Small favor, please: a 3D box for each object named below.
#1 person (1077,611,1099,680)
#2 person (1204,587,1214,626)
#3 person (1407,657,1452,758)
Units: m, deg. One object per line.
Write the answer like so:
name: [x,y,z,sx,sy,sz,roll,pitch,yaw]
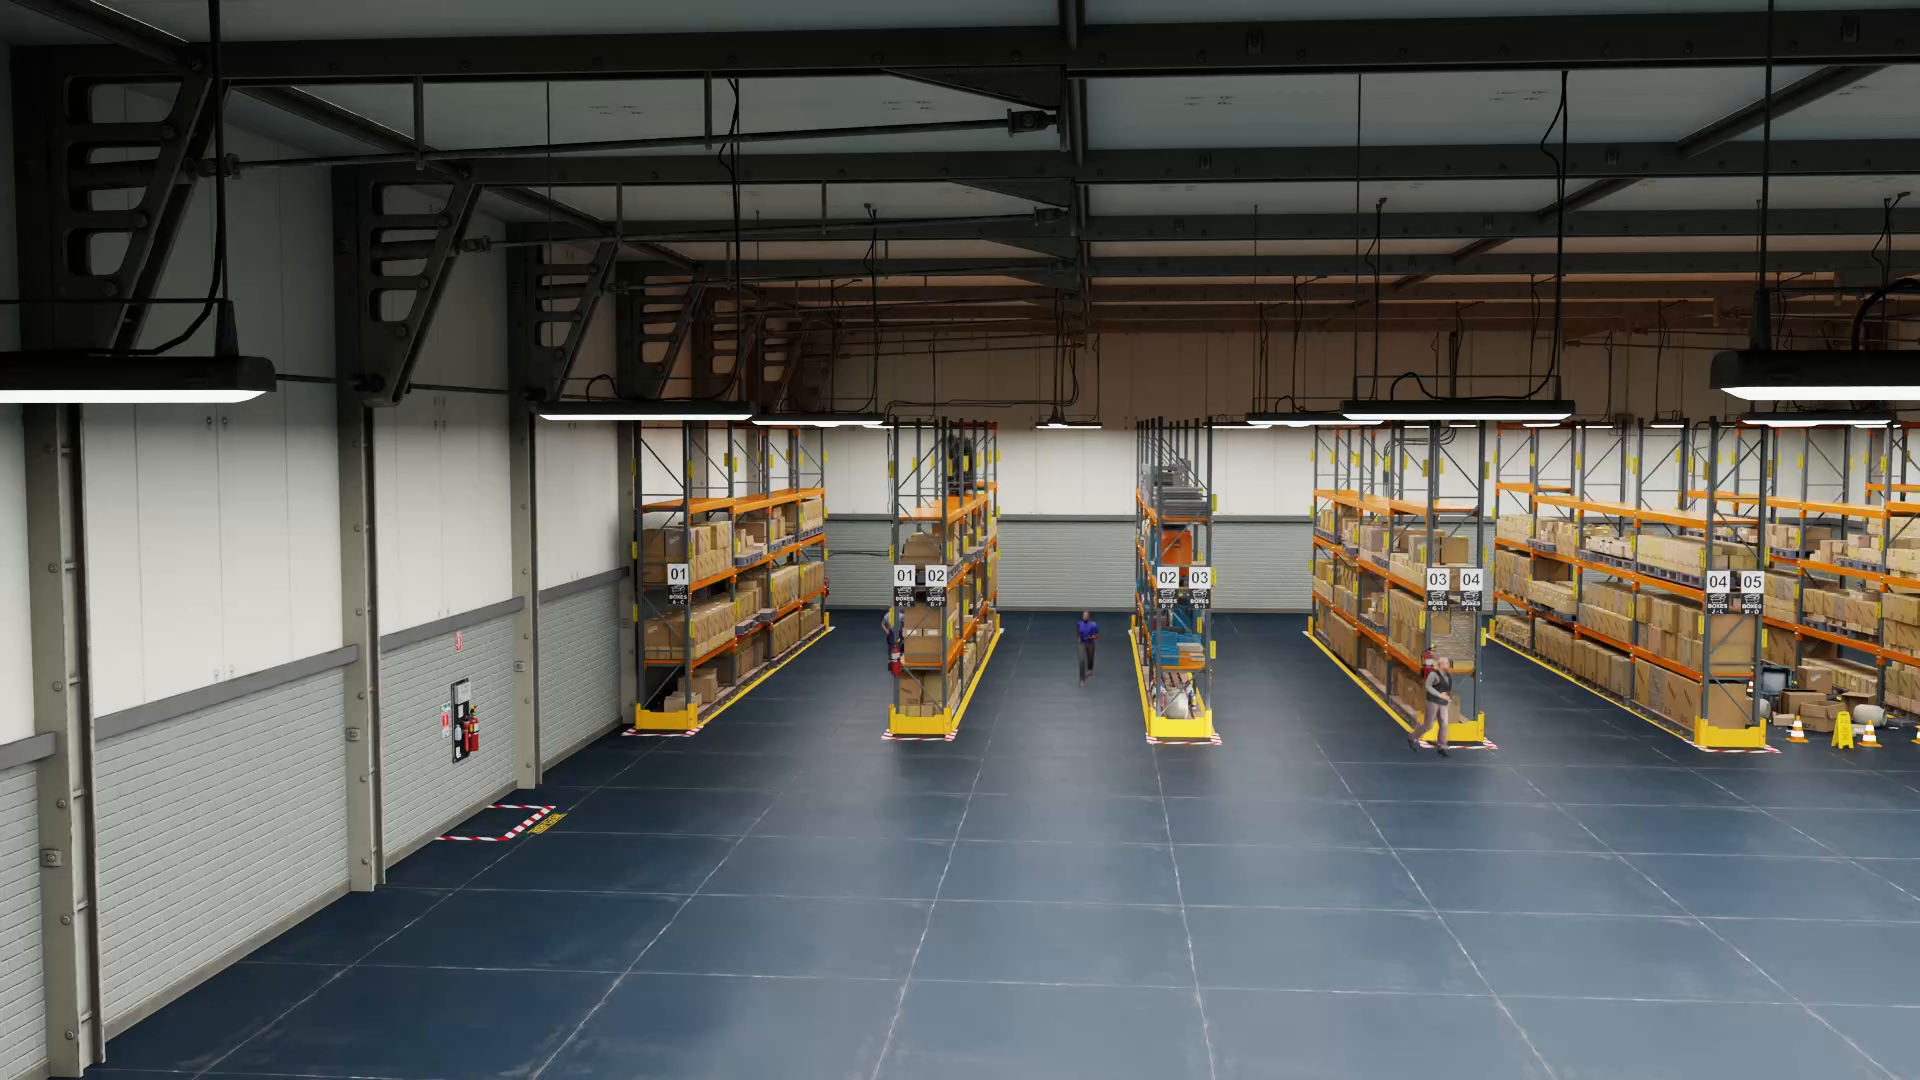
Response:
person: [2.907,2.371,37.796,0.529,1.536,0.911,0,4,7]
person: [7.083,1.692,49.091,0.835,1.699,0.587,1,4,17]
person: [8.466,2.946,29.538,0.690,1.741,0.854,-3,5,-38]
